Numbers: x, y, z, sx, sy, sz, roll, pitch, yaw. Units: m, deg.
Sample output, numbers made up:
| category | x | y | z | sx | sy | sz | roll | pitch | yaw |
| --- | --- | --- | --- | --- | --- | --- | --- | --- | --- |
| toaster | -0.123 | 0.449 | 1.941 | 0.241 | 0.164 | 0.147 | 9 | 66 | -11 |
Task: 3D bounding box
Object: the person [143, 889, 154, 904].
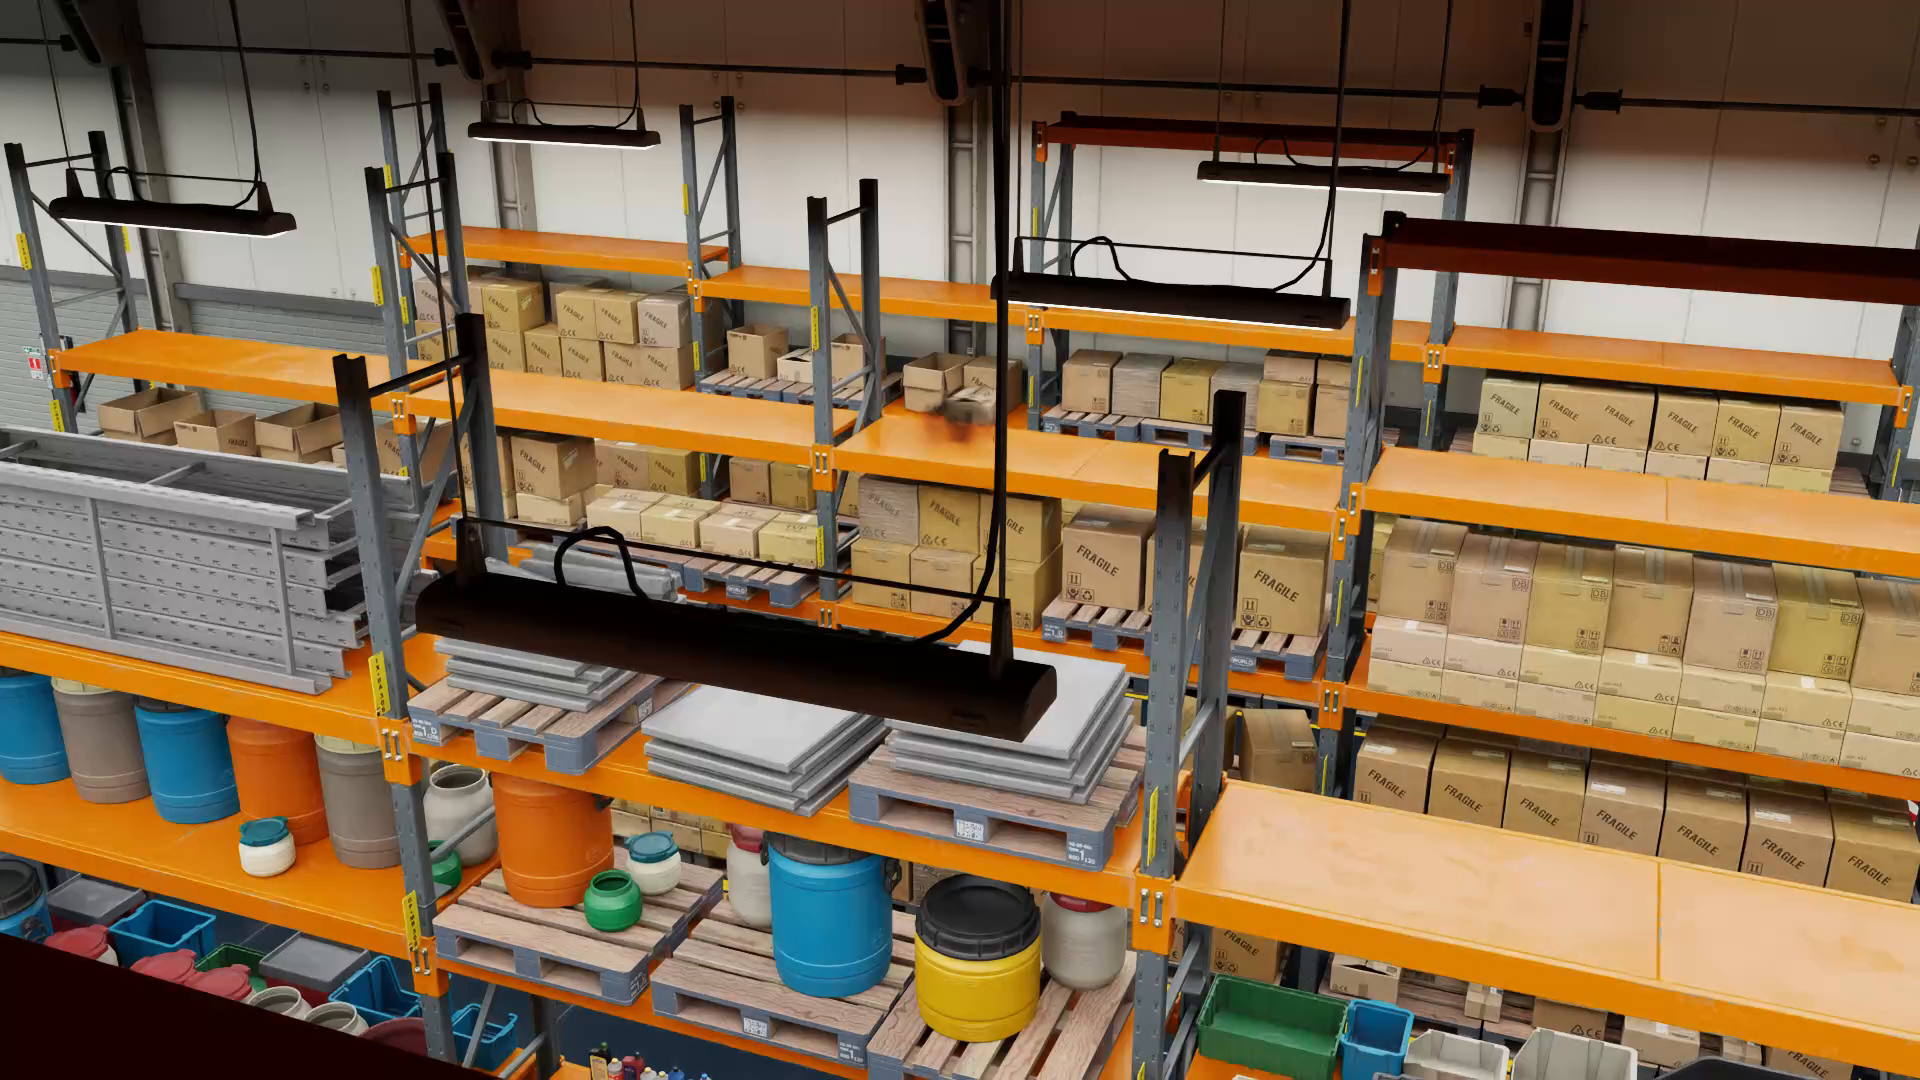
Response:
| category | x | y | z | sx | sy | sz | roll | pitch | yaw |
| --- | --- | --- | --- | --- | --- | --- | --- | --- | --- |
| person | -6.542 | 2.660 | 13.034 | 0.497 | 1.682 | 0.393 | 6 | 22 | 15 |
